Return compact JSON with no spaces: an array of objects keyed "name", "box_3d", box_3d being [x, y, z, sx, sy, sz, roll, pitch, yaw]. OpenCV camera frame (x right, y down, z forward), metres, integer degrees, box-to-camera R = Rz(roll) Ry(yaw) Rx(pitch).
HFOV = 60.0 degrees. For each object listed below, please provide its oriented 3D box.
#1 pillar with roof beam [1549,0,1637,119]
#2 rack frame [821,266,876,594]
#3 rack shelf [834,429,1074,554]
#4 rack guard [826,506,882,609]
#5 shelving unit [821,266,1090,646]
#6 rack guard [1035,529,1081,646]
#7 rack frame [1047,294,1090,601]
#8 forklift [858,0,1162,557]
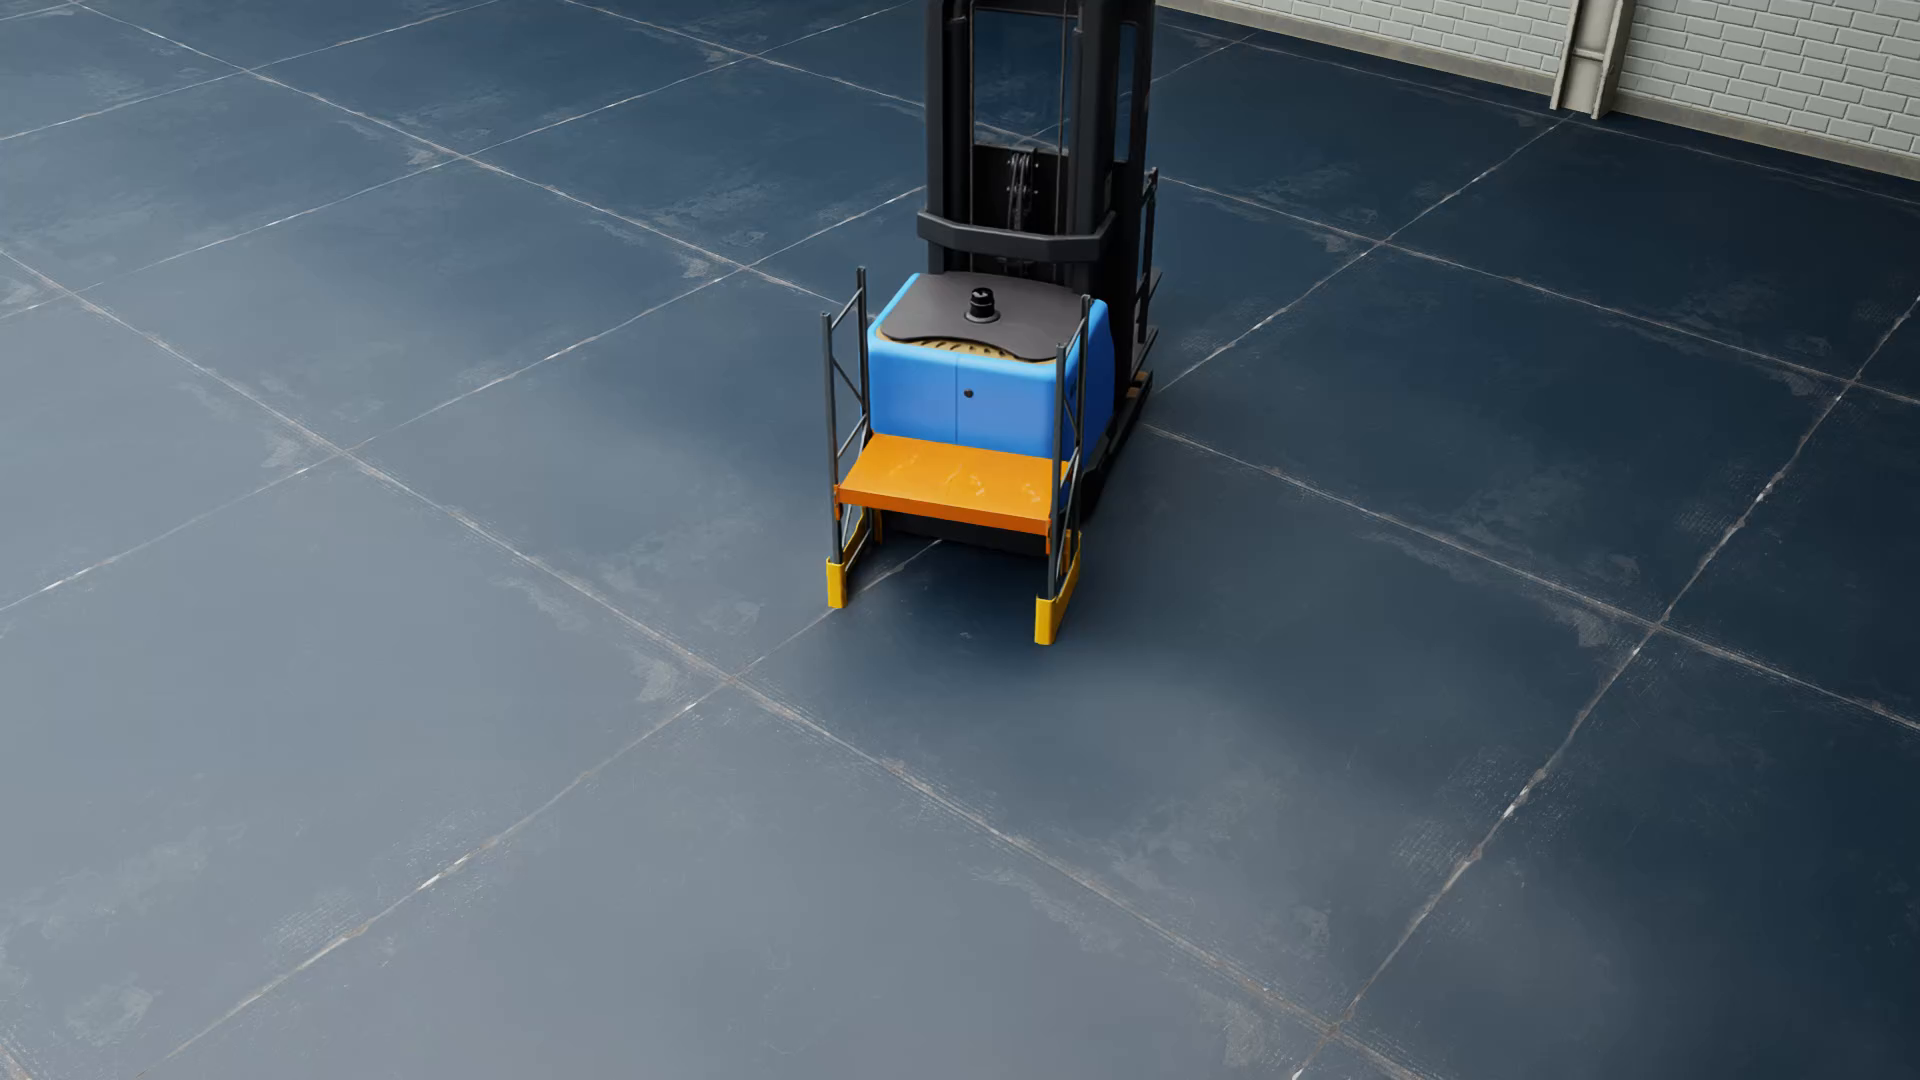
[{"name":"pillar with roof beam","box_3d":[2.197,-5.277,7.985,0.400,9.000,9.100,25,42,32]},{"name":"rack frame","box_3d":[-0.502,-0.458,7.592,0.032,1.500,0.500,9,36,13]},{"name":"rack shelf","box_3d":[-0.013,-0.230,7.577,1.000,0.185,0.538,9,36,13]},{"name":"rack guard","box_3d":[-0.500,0.058,7.945,0.087,0.250,0.587,9,36,13]},{"name":"shelving unit","box_3d":[-0.022,-0.379,7.478,1.083,1.500,0.587,9,36,13]},{"name":"rack guard","box_3d":[0.457,0.214,7.718,0.087,0.250,0.587,9,36,13]},{"name":"rack frame","box_3d":[0.475,-0.298,7.359,0.032,1.500,0.500,9,36,13]},{"name":"forklift","box_3d":[0.455,-1.956,8.509,1.130,2.935,3.031,11,36,15]}]
